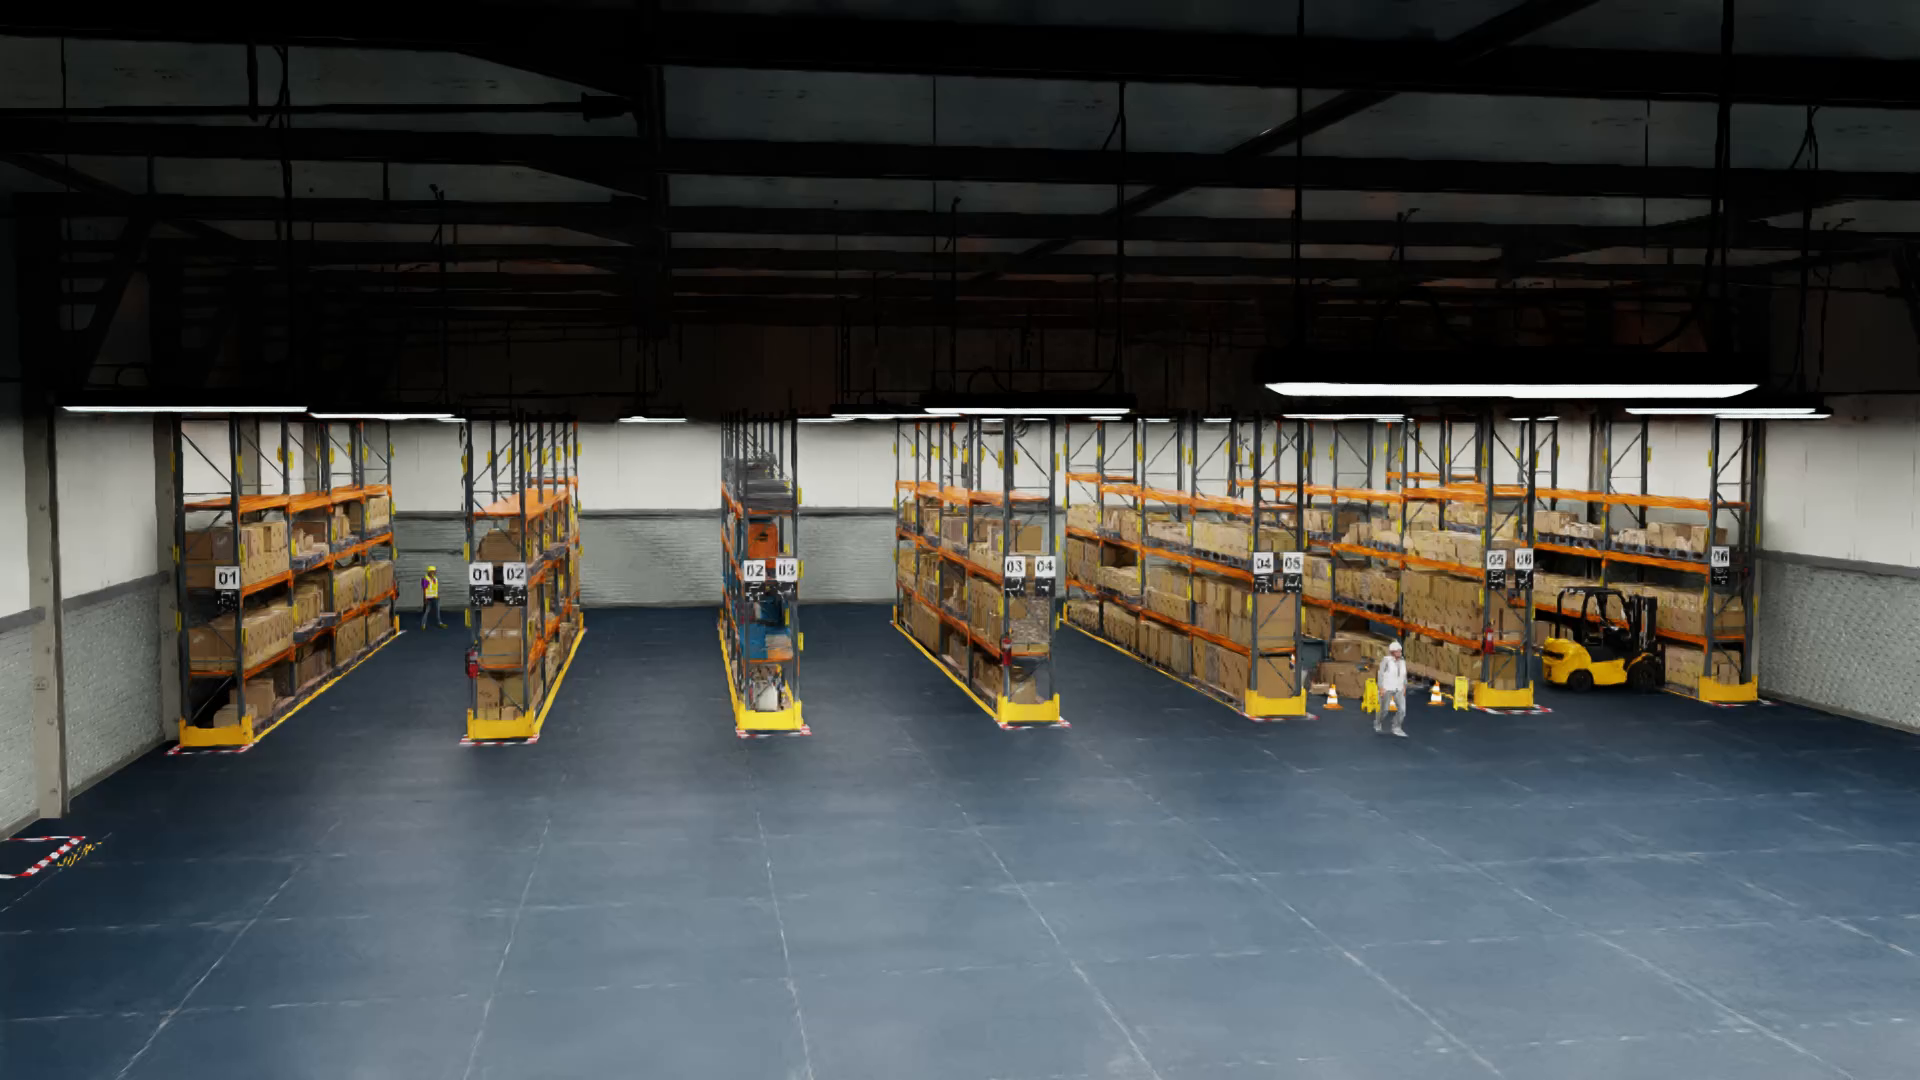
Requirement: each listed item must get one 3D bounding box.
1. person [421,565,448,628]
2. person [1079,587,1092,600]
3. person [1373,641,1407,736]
[{"bbox_3d":[-14.779,1.584,46.556,0.537,1.758,0.709,2,4,24],"label":"person"},{"bbox_3d":[3.847,1.362,50.736,0.513,1.661,0.532,2,4,27],"label":"person"},{"bbox_3d":[7.938,2.714,30.709,0.662,1.740,0.685,-1,4,-18],"label":"person"}]
